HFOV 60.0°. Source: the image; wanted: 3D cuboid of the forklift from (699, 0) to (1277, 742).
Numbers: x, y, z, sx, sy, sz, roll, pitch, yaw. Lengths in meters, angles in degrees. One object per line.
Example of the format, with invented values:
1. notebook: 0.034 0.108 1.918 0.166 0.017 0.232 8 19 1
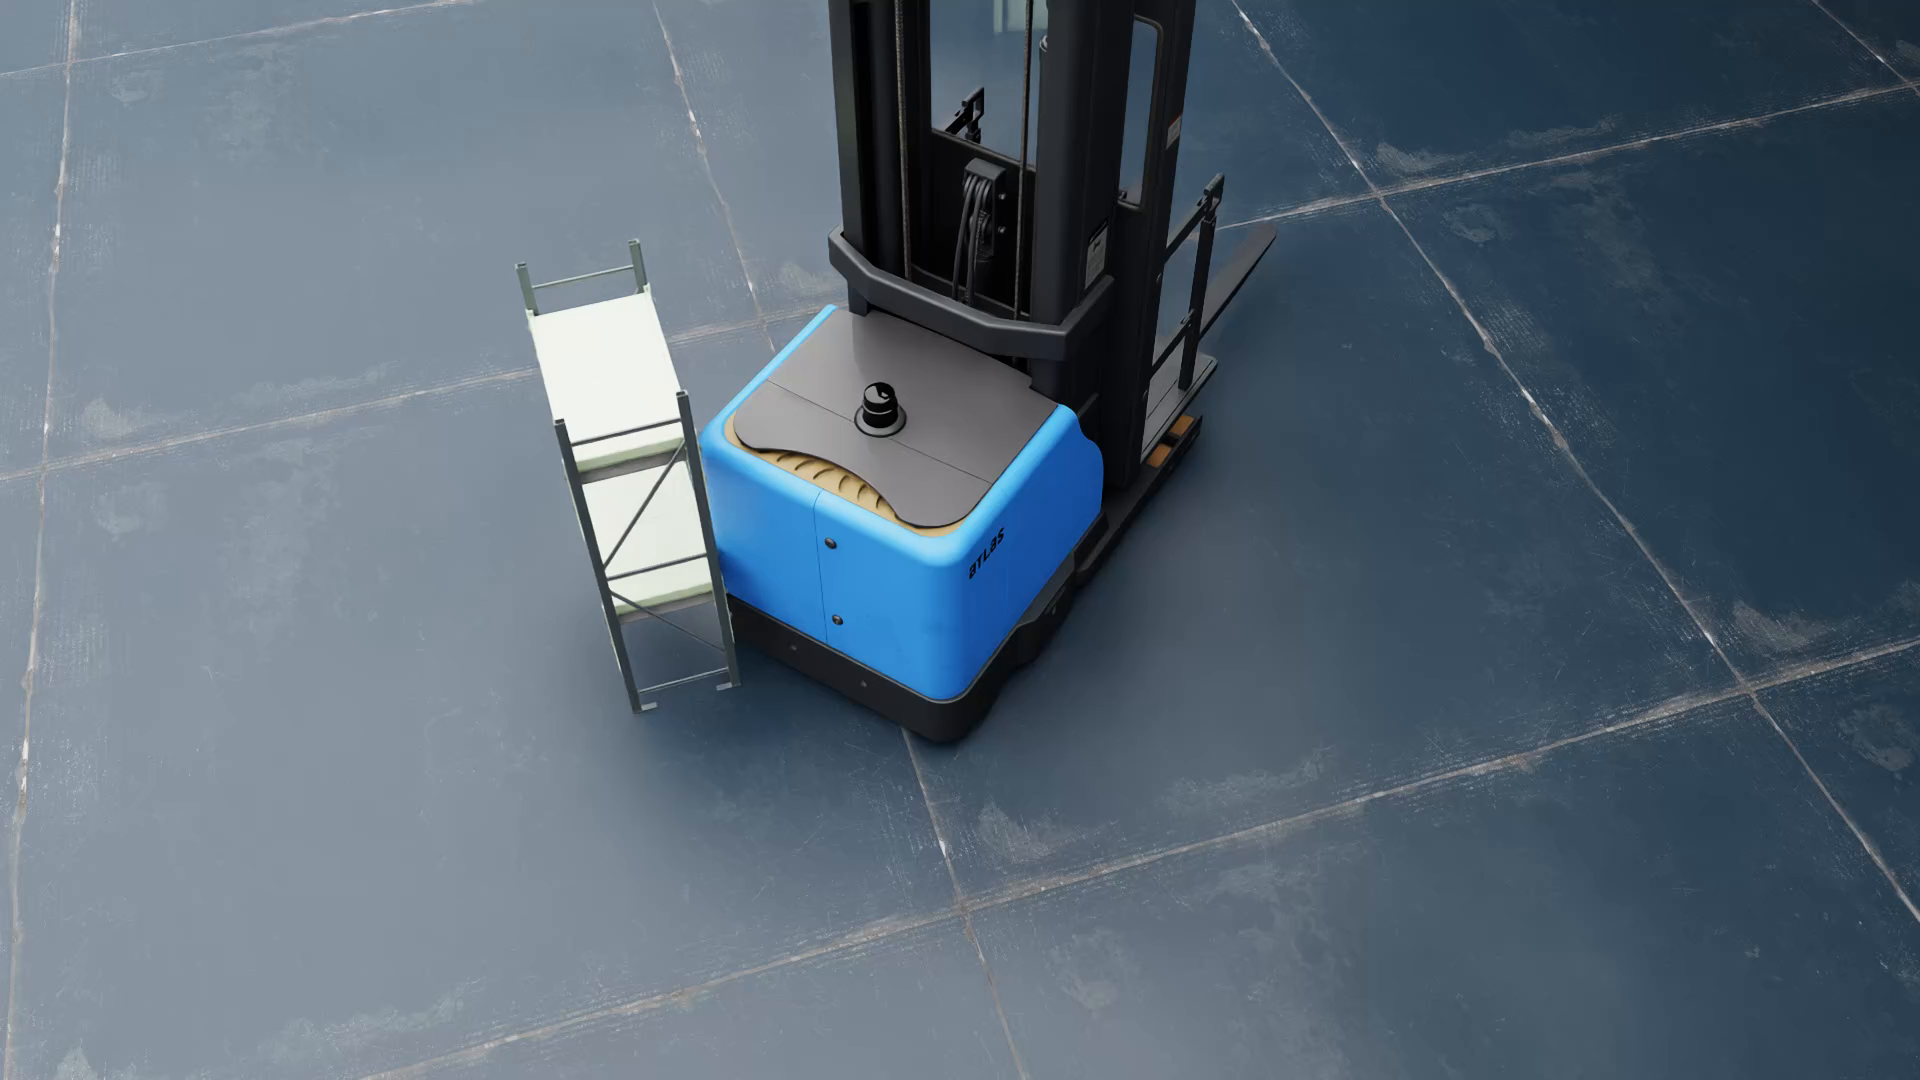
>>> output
1. forklift: 0.332 -1.351 5.762 1.130 2.935 3.031 26 54 20

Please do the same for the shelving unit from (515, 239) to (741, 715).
1. shelving unit: -1.113 -0.175 5.704 0.431 1.500 0.755 -14 51 -11

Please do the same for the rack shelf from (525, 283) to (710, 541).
1. rack shelf: -1.114 -0.426 5.406 0.431 0.370 0.720 -14 51 -11

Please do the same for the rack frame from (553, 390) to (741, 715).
1. rack frame: -0.997 0.091 5.480 0.400 1.500 0.023 -14 51 -11

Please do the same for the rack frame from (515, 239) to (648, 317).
1. rack frame: -1.228 -0.440 5.928 0.400 1.500 0.023 -14 51 -11

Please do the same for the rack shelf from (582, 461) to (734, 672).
1. rack shelf: -1.111 0.035 5.954 0.431 0.370 0.720 -14 51 -11
